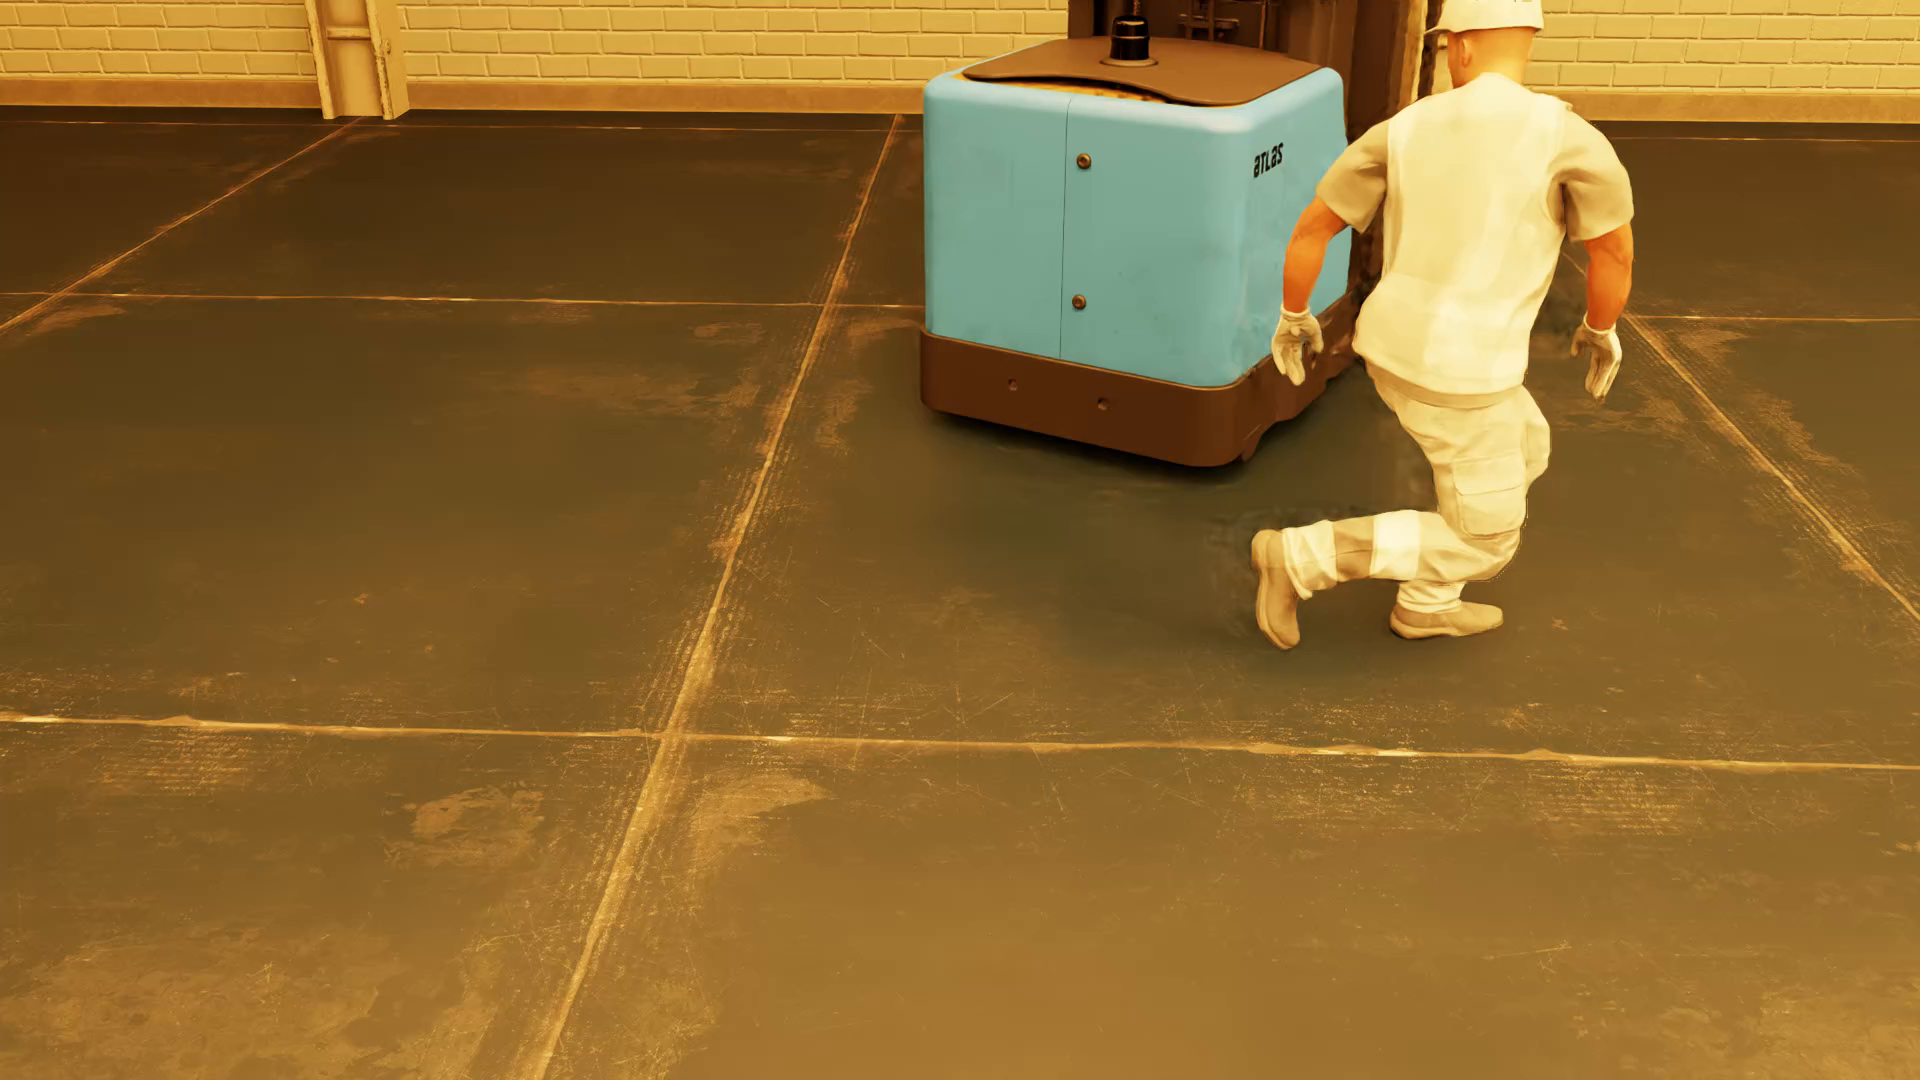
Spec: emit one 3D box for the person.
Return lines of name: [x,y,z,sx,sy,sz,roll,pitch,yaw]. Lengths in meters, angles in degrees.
person: [1.052,-0.472,3.770,0.841,1.553,0.662,-11,28,-21]

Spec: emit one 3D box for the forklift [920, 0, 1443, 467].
forklift: [1.061,-2.136,5.538,1.130,2.935,3.031,15,30,27]
